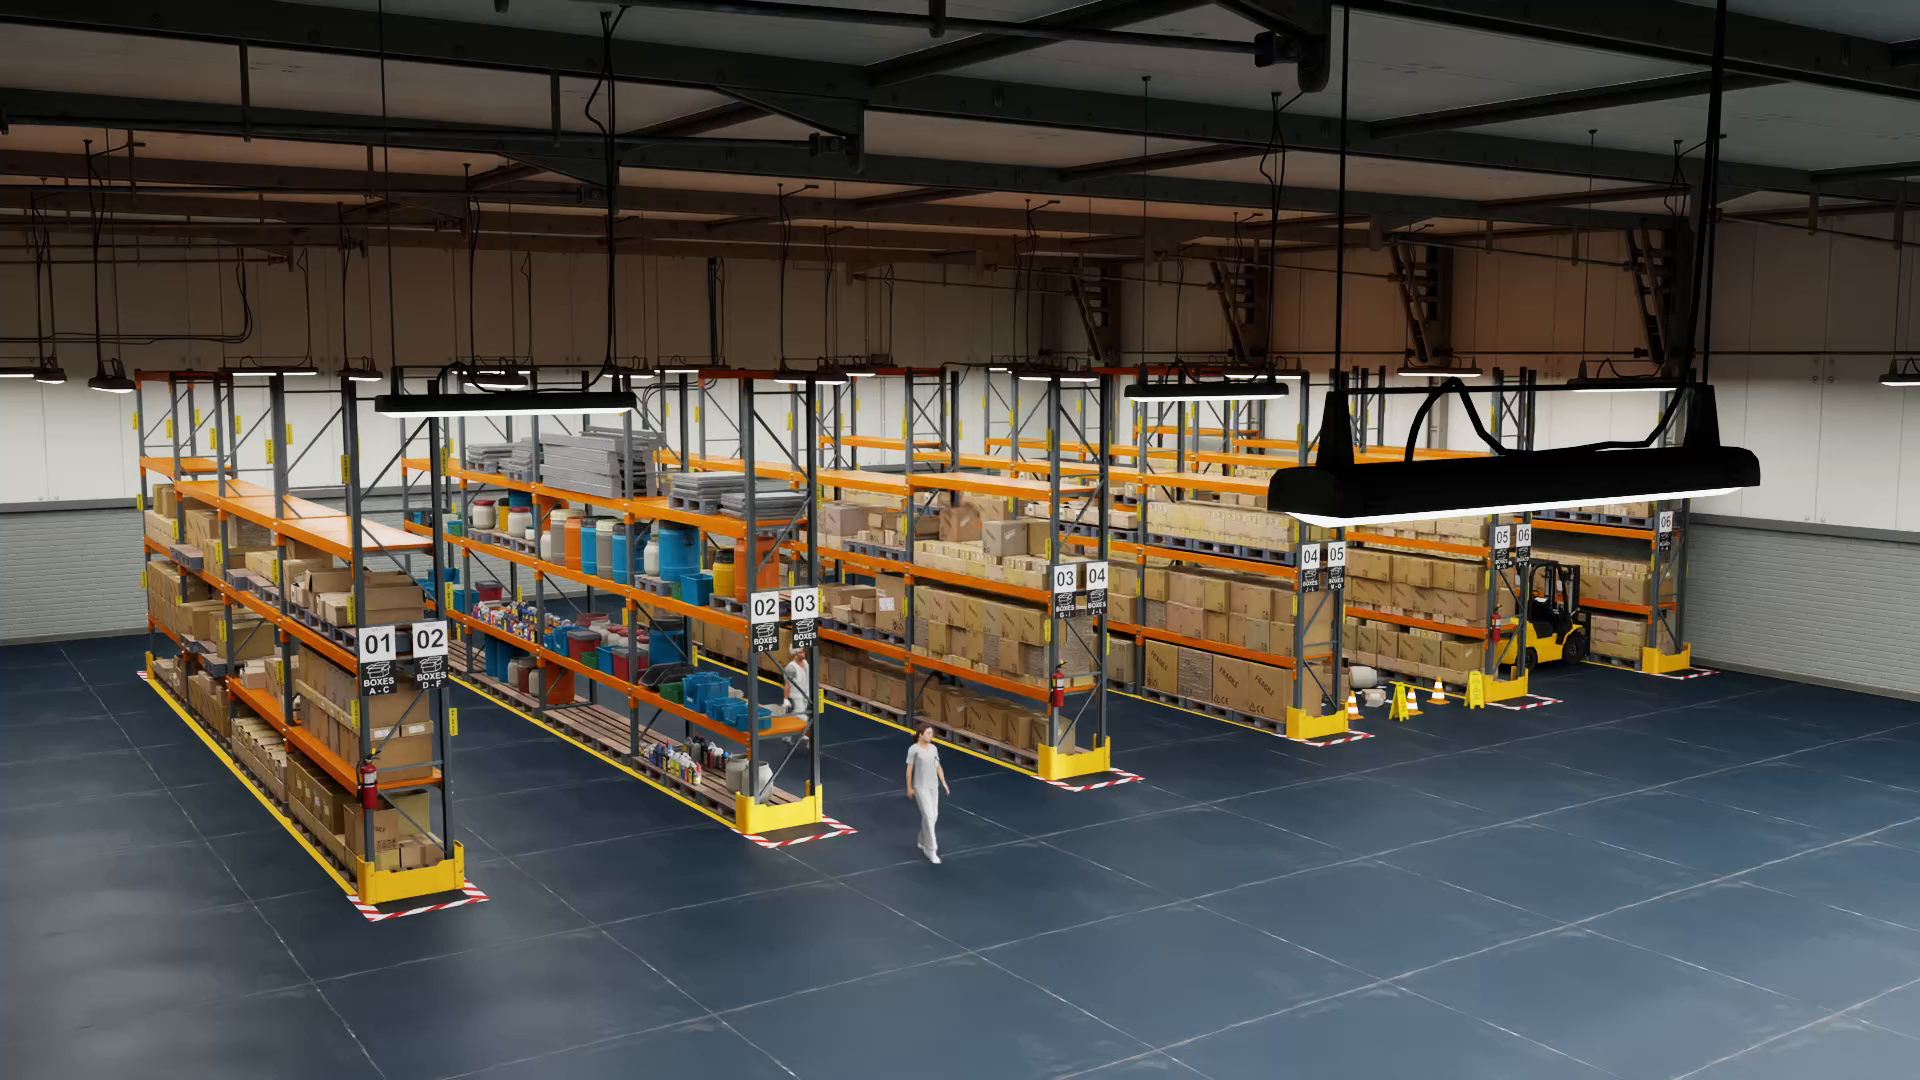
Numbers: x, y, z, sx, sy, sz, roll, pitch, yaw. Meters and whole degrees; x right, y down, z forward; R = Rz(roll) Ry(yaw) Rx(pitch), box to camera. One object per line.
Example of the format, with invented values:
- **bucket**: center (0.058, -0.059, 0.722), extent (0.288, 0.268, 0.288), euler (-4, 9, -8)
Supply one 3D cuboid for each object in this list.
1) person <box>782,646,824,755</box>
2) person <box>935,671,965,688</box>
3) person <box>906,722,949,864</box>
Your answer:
- **person**: center (-2.463, 2.488, 26.243), extent (1.066, 1.719, 0.670), euler (5, 8, 39)
- **person**: center (-0.174, 1.921, 31.613), extent (0.546, 1.661, 1.079), euler (-6, 9, -42)
- **person**: center (-0.363, 3.161, 20.911), extent (0.464, 1.692, 0.676), euler (-5, 8, -39)
